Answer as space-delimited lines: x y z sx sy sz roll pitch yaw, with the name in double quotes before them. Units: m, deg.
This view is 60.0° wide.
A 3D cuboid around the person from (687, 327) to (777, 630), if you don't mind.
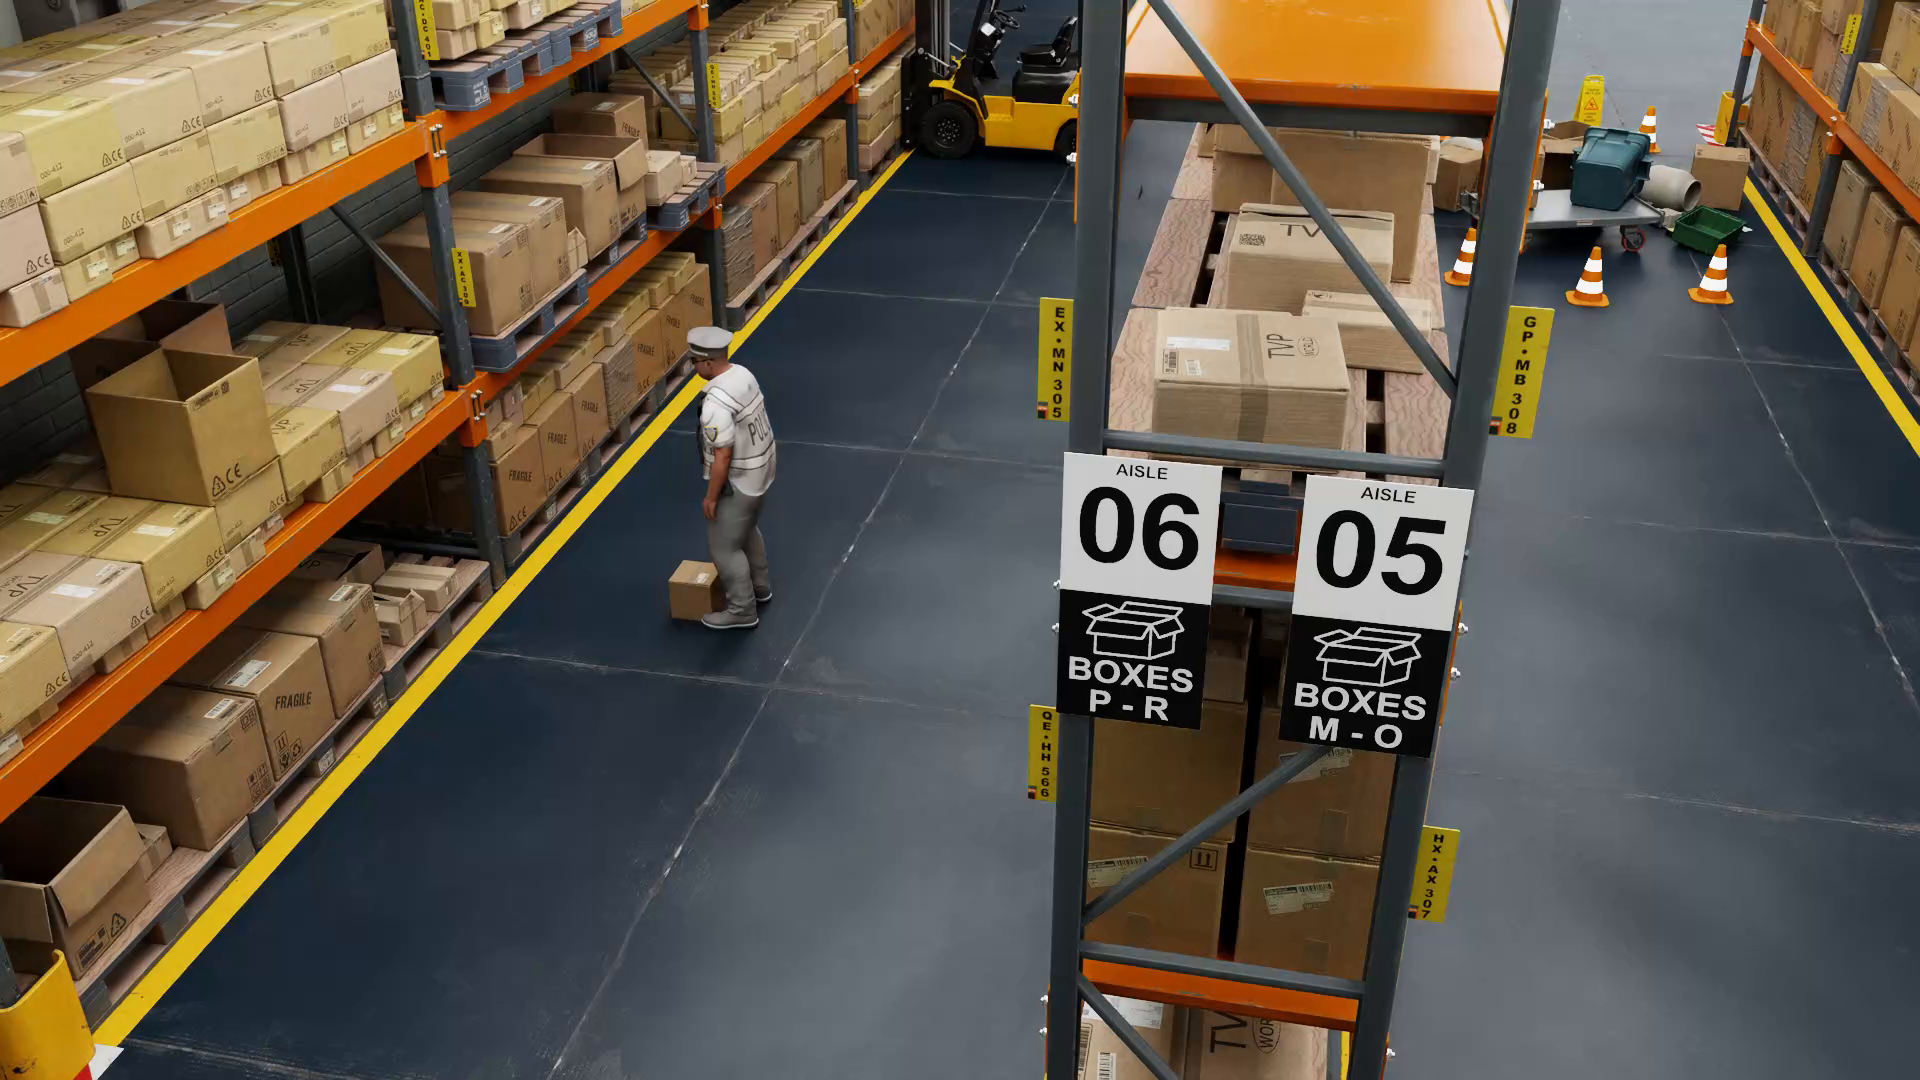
"person" -1.250 -0.339 9.236 0.436 1.746 0.587 6 29 11
